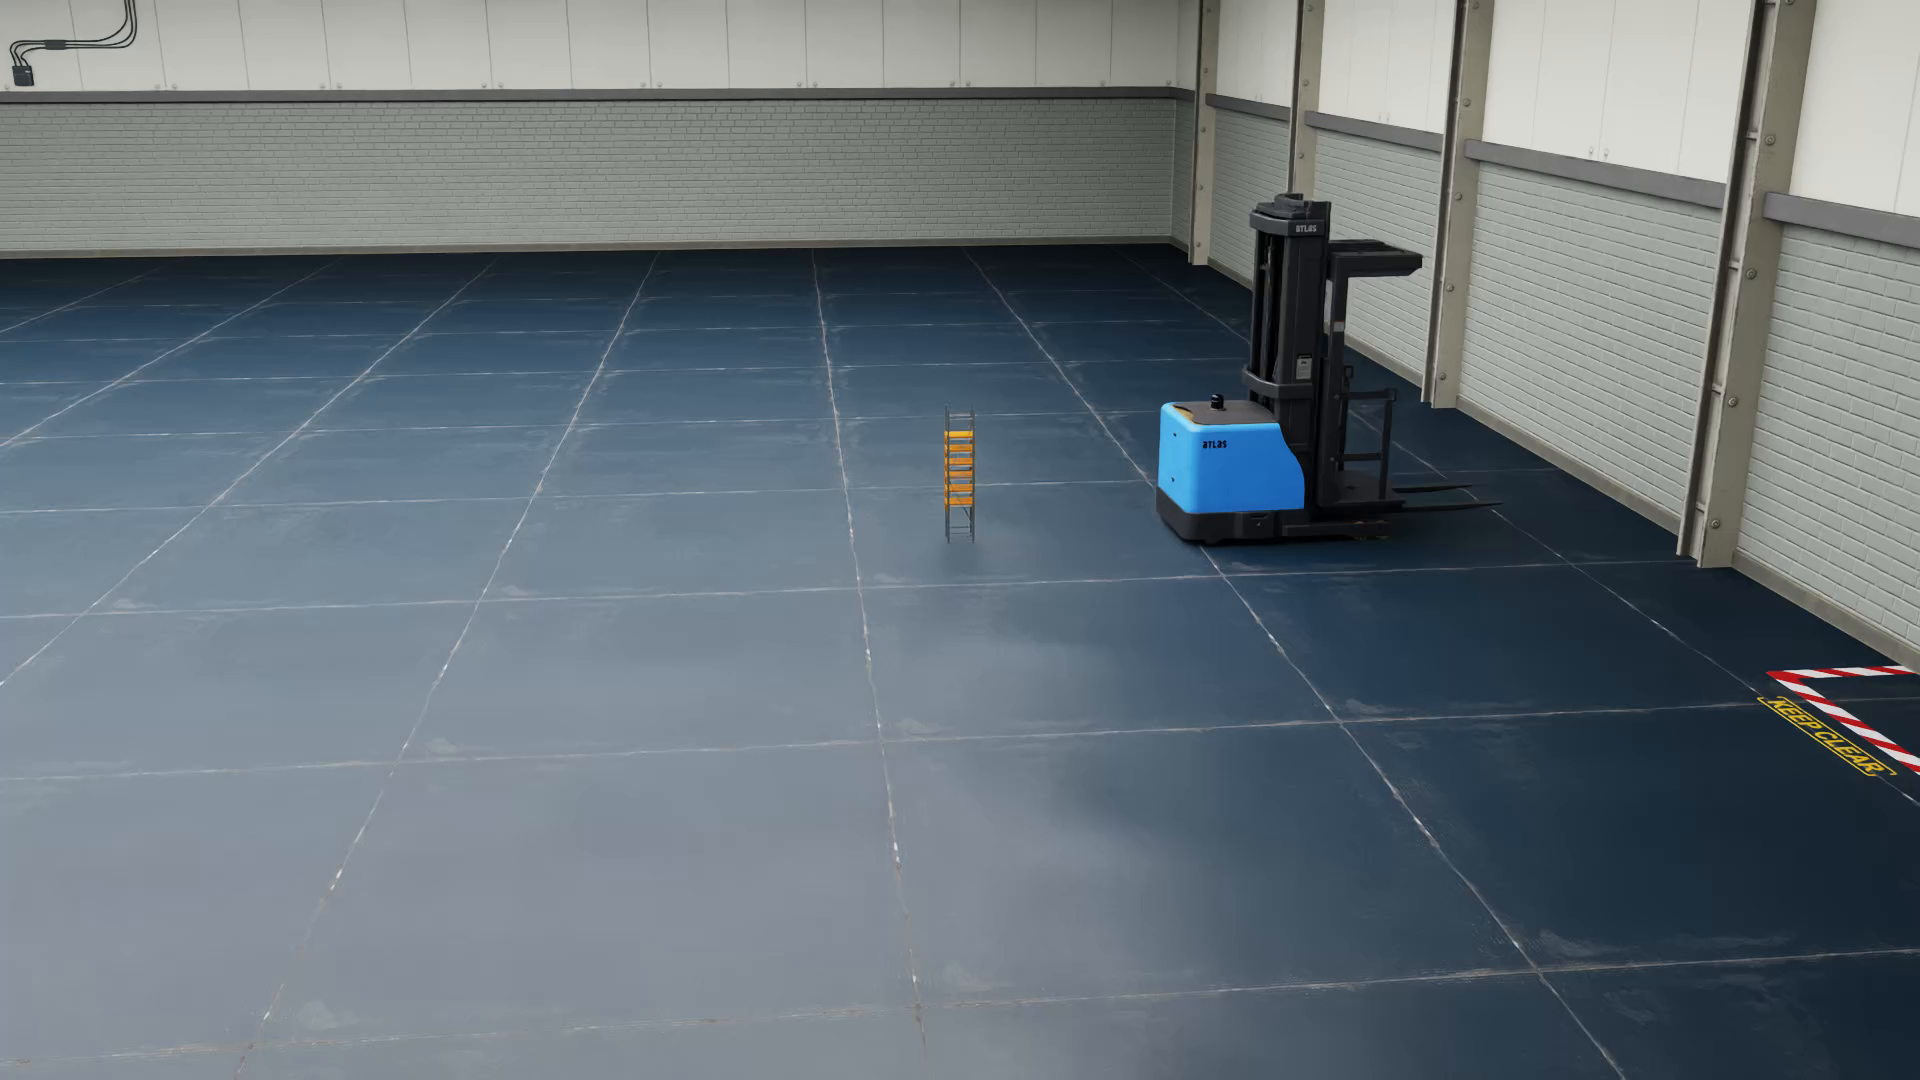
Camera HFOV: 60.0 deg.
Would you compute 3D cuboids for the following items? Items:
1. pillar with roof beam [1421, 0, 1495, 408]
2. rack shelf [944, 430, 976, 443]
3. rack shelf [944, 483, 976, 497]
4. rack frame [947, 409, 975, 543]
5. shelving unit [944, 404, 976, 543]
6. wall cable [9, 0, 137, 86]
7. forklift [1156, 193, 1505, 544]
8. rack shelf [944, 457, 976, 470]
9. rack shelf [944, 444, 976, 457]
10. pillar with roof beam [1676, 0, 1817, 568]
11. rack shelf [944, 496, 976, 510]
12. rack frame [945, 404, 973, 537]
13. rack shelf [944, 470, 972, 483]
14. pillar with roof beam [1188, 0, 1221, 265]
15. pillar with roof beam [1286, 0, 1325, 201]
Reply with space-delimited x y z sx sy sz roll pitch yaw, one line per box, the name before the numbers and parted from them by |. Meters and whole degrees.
pillar with roof beam | 1.435 -5.779 18.061 9.100 9.000 0.400 -2 18 -6
rack shelf | -0.002 -0.878 14.417 0.258 0.103 0.180 -2 18 -6
rack shelf | -0.002 -0.420 14.560 0.258 0.103 0.180 -2 18 -6
rack frame | 0.008 -0.550 14.424 0.240 1.200 0.006 -2 18 -6
shelving unit | -0.002 -0.577 14.511 0.258 1.200 0.189 -2 18 -6
wall cable | -16.397 -11.344 30.109 2.305 6.003 0.169 -2 18 -6
forklift | 3.368 -1.548 14.716 3.031 2.935 1.130 -3 18 -9
rack shelf | -0.002 -0.649 14.488 0.258 0.103 0.180 -2 18 -6
rack shelf | -0.002 -0.763 14.453 0.258 0.103 0.180 -2 18 -6
pillar with roof beam | 2.053 -3.991 12.367 9.100 9.000 0.400 -2 18 -6
rack shelf | -0.001 -0.305 14.596 0.258 0.103 0.180 -2 18 -6
rack frame | -0.011 -0.604 14.598 0.240 1.200 0.006 -2 18 -6
rack shelf | -0.002 -0.534 14.524 0.258 0.103 0.180 -2 18 -6
pillar with roof beam | 0.197 -9.354 29.449 9.100 9.000 0.400 -2 18 -6
pillar with roof beam | 0.816 -7.567 23.755 9.100 9.000 0.400 -2 18 -6
